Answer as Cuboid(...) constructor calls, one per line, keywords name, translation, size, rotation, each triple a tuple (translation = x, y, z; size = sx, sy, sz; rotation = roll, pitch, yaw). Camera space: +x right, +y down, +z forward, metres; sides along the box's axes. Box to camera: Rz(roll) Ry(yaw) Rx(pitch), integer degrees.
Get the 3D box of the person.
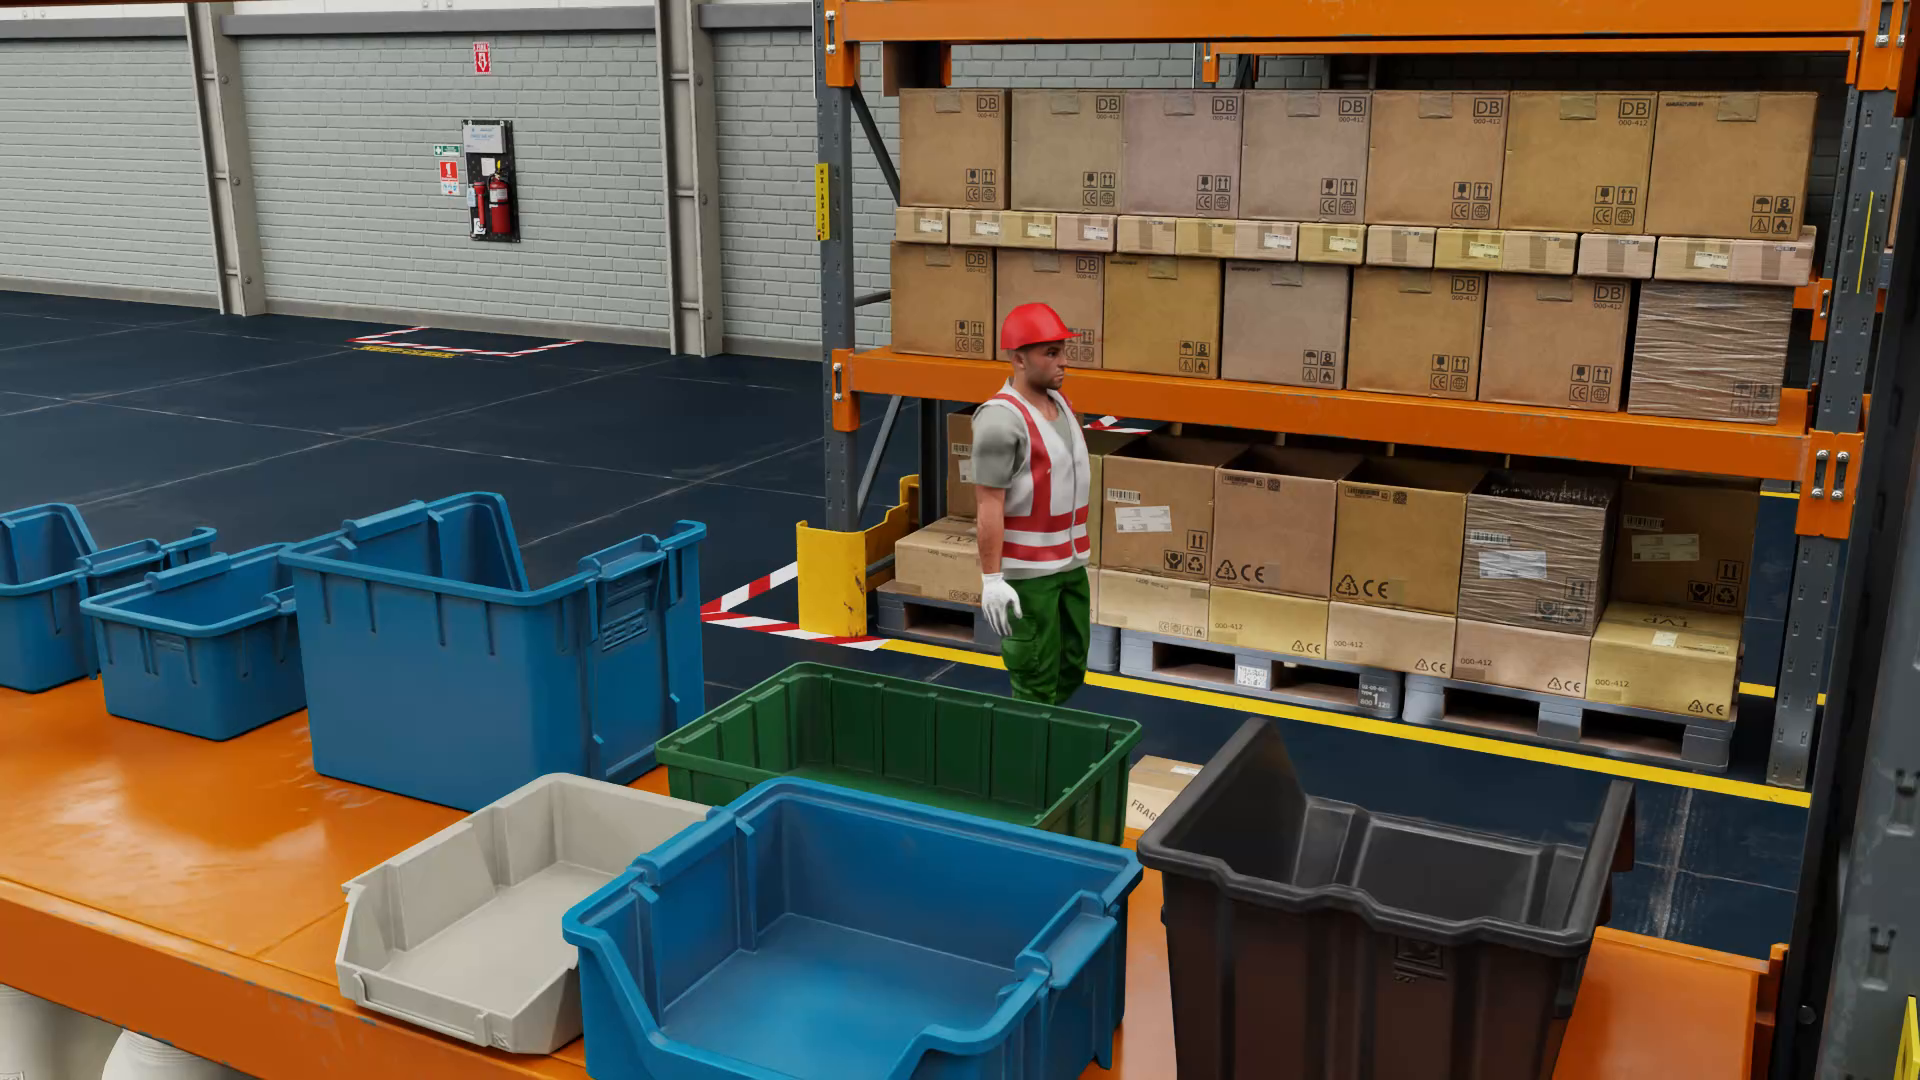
Cuboid(name="person", translation=(0.268, 0.107, 5.580), size=(0.626, 1.793, 0.575), rotation=(11, 19, 34))
